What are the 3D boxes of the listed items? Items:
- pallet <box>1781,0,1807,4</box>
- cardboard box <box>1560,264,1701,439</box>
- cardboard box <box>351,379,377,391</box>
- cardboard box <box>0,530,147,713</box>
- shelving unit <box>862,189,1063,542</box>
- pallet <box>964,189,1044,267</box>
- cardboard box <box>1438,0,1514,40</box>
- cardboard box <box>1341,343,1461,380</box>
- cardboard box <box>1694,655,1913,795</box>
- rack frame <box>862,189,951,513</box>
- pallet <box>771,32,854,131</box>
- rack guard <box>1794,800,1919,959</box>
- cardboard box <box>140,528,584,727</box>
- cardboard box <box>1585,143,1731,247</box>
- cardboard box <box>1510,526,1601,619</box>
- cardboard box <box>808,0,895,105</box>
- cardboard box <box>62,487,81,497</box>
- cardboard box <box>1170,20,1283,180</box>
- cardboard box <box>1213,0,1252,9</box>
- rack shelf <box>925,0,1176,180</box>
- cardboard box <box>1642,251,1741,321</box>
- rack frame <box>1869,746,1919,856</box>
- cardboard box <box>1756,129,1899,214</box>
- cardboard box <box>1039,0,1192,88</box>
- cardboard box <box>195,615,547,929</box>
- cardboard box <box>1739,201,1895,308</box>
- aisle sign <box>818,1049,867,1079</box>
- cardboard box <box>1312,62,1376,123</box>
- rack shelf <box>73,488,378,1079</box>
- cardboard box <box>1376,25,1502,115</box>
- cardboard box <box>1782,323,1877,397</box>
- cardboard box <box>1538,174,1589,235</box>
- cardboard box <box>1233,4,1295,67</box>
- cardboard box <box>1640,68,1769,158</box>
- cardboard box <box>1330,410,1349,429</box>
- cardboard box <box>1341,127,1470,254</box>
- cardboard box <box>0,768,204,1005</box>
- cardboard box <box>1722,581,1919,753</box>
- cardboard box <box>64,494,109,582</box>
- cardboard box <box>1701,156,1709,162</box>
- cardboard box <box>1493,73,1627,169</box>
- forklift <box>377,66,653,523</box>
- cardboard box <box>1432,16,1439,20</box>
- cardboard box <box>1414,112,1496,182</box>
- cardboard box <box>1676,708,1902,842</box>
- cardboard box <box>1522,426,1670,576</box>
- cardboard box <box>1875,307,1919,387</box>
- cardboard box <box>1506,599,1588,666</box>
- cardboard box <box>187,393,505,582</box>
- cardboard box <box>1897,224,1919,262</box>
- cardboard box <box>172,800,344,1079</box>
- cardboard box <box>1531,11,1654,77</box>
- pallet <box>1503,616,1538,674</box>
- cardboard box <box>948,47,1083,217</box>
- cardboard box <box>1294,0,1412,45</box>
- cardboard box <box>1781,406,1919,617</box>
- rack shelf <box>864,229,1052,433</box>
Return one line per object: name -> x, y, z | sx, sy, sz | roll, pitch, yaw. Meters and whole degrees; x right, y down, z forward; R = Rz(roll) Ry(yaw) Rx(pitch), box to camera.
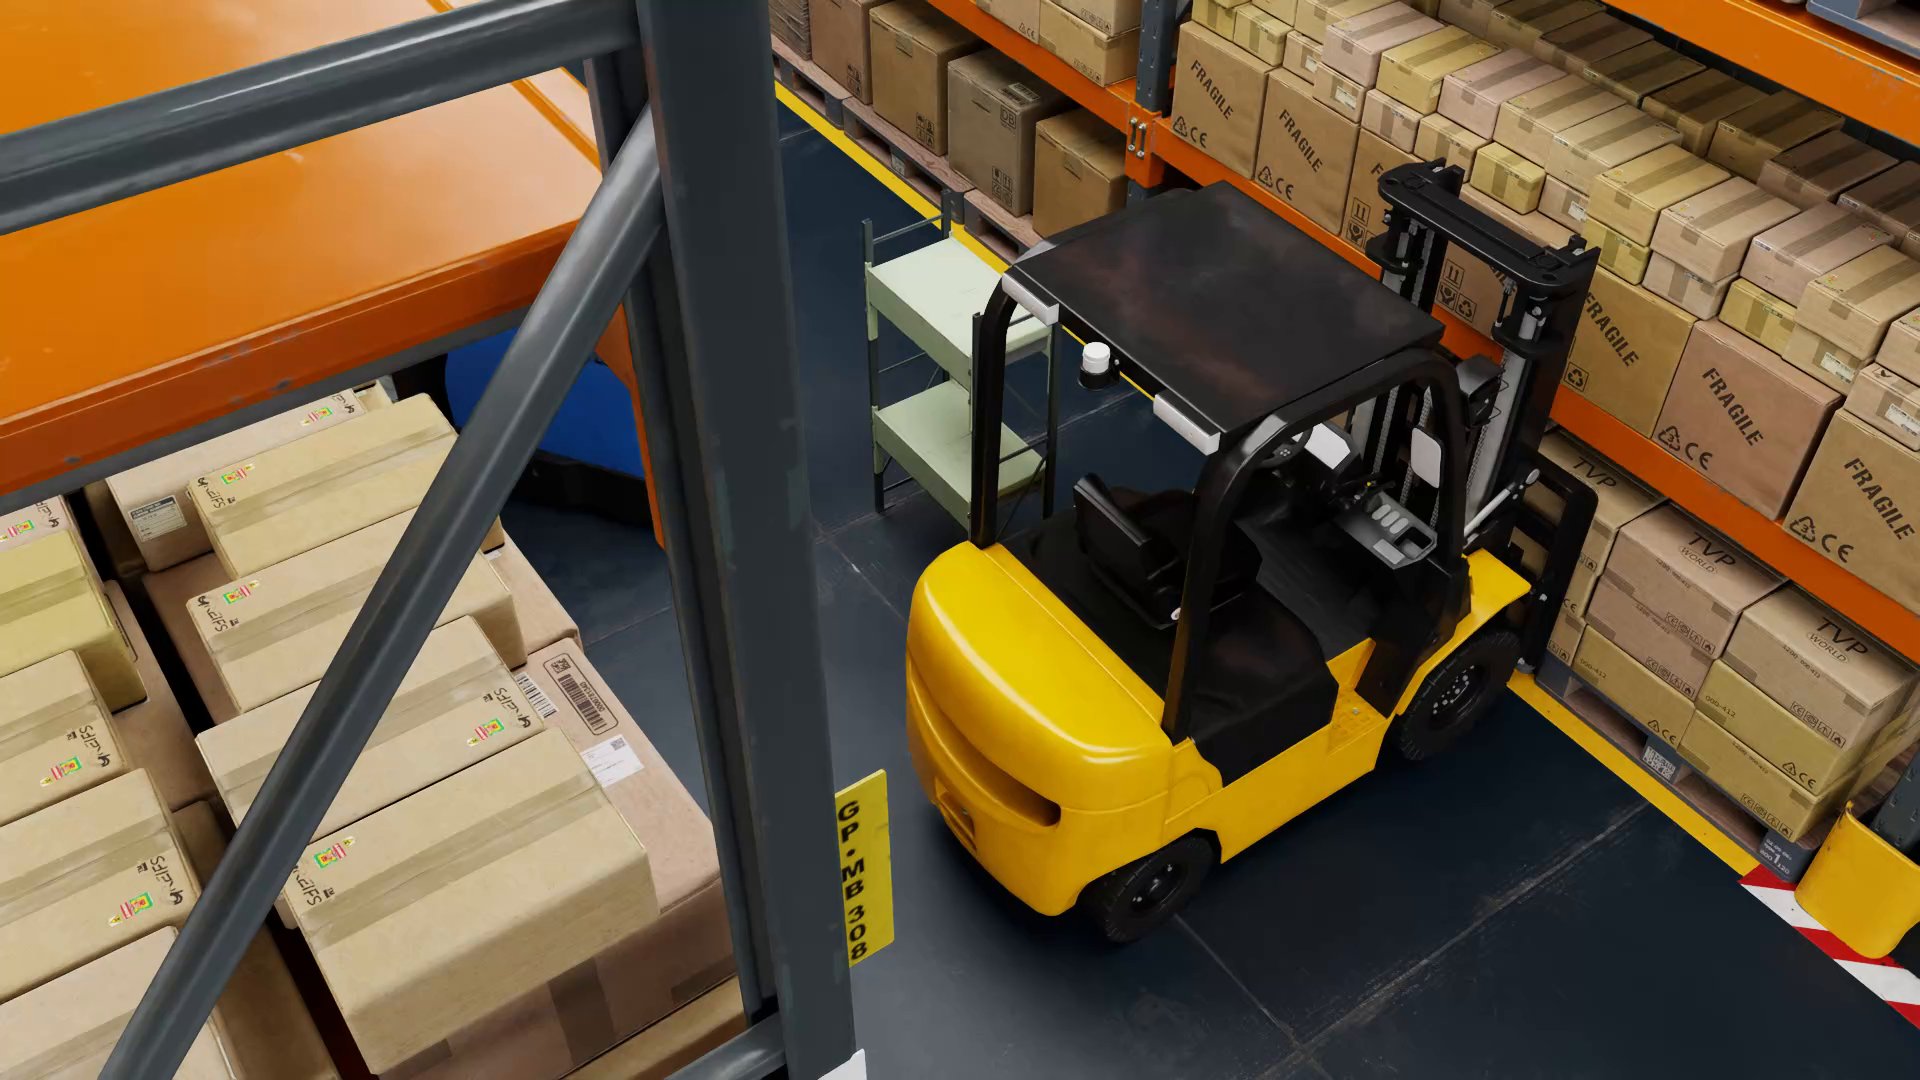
pallet -> 2.418, -2.121, 5.182 | 1.003, 0.211, 1.213 | -26, 49, -24
cardboard box -> 2.423, -0.764, 5.797 | 0.500, 0.500, 0.500 | -27, 50, -25
cardboard box -> -1.237, -0.324, 2.840 | 0.380, 0.149, 0.250 | -24, 49, -23
cardboard box -> -1.382, 0.177, 2.315 | 0.380, 0.149, 0.250 | -25, 49, -24
shelving unit -> 0.004, -0.539, 6.719 | 0.431, 1.500, 0.755 | -26, 49, -24
pallet -> 0.761, -1.624, 8.789 | 1.003, 0.211, 1.213 | -26, 49, -24
cardboard box -> 2.112, -2.128, 6.540 | 0.380, 0.149, 0.250 | -27, 50, -25
cardboard box -> 1.812, -0.781, 6.850 | 0.500, 0.250, 0.500 | -24, 49, -23
cardboard box -> 2.968, 0.544, 5.824 | 0.500, 0.250, 0.500 | -26, 50, -25
rack frame -> -0.206, -0.746, 6.936 | 0.400, 1.500, 0.023 | -26, 49, -24
pallet -> -0.635, -3.006, 10.237 | 1.003, 0.211, 1.213 | -26, 49, -24
rack guard -> 3.517, 0.952, 5.882 | 1.175, 0.500, 0.348 | -26, 49, -24
cardboard box -> -0.915, 0.180, 2.601 | 0.500, 0.250, 0.500 | -26, 50, -25
cardboard box -> 2.313, -1.147, 5.512 | 0.380, 0.149, 0.250 | -25, 49, -24
cardboard box -> 2.378, -0.028, 6.423 | 0.500, 0.250, 0.500 | -27, 50, -25
cardboard box -> -0.348, -3.064, 9.694 | 0.875, 0.625, 0.625 | -24, 49, -23
cardboard box -> -1.644, -0.123, 2.629 | 0.380, 0.149, 0.250 | -27, 50, -26
cardboard box -> 1.254, -1.913, 7.000 | 0.500, 0.500, 0.500 | -27, 50, -25
cardboard box -> 1.154, -2.312, 6.733 | 0.380, 0.149, 0.250 | -25, 49, -24
rack shelf -> 0.071, -3.104, 8.841 | 1.077, 0.370, 4.000 | -26, 49, -24
cardboard box -> 2.482, -0.904, 5.473 | 0.380, 0.149, 0.250 | -27, 50, -26
rack frame -> 3.503, 0.034, 5.033 | 1.000, 3.000, 0.127 | -26, 49, -24
cardboard box -> 2.901, -1.209, 5.578 | 0.380, 0.149, 0.250 | -24, 49, -23
cardboard box -> 0.712, -2.359, 7.648 | 0.500, 0.250, 0.500 | -25, 49, -24
cardboard box -> -0.759, 0.296, 2.190 | 0.380, 0.149, 0.250 | -26, 49, -25
cardboard box -> 2.705, -0.899, 5.253 | 0.380, 0.149, 0.250 | -25, 49, -24
aisle sign -> -0.276, 0.970, 2.170 | 0.394, 0.787, 0.004 | -26, 49, -24
cardboard box -> 1.583, -1.766, 6.376 | 0.380, 0.149, 0.250 | -25, 49, -24
rack shelf -> -1.710, 0.040, 3.376 | 1.077, 0.370, 4.000 | -26, 49, -24
cardboard box -> 1.764, -1.736, 6.129 | 0.380, 0.149, 0.250 | -26, 50, -25
cardboard box -> 2.806, -0.626, 5.182 | 0.380, 0.149, 0.250 | -25, 49, -24
cardboard box -> 2.252, -1.216, 5.800 | 0.380, 0.149, 0.250 | -26, 49, -25
cardboard box -> 1.331, -2.071, 6.696 | 0.380, 0.149, 0.250 | -25, 49, -24
cardboard box -> 2.625, -1.506, 5.888 | 0.380, 0.149, 0.250 | -25, 49, -24
cardboard box -> 1.806, -0.600, 7.022 | 0.500, 0.250, 0.500 | -26, 50, -25
cardboard box -> 1.857, -1.338, 6.398 | 0.500, 0.500, 0.500 | -26, 50, -25
cardboard box -> -1.118, 0.479, 2.000 | 0.380, 0.149, 0.250 | -25, 49, -24
cardboard box -> 2.984, 0.378, 5.636 | 0.500, 0.250, 0.500 | -24, 49, -23
cardboard box -> -1.667, 0.098, 2.687 | 0.500, 0.250, 0.500 | -24, 49, -23
cardboard box -> 2.664, -1.408, 6.001 | 0.380, 0.149, 0.250 | -26, 49, -25
cardboard box -> 2.113, -1.479, 5.861 | 0.380, 0.149, 0.250 | -26, 49, -24
forklift -> -2.454, -1.781, 6.984 | 3.031, 2.935, 1.130 | 15, 46, 16
cardboard box -> 1.925, -2.140, 6.768 | 0.380, 0.149, 0.250 | -25, 49, -23
cardboard box -> 1.890, -1.481, 6.078 | 0.380, 0.149, 0.250 | -27, 50, -26
cardboard box -> 2.975, 0.736, 5.985 | 0.500, 0.250, 0.500 | -25, 49, -24
cardboard box -> 2.390, -0.191, 6.232 | 0.500, 0.250, 0.500 | -25, 49, -24
cardboard box -> 2.959, -0.591, 4.930 | 0.380, 0.149, 0.250 | -26, 49, -24
cardboard box -> 2.420, 0.163, 6.585 | 0.500, 0.250, 0.500 | -25, 49, -24
cardboard box -> -0.934, -0.041, 2.544 | 0.380, 0.149, 0.250 | -26, 49, -25
cardboard box -> 3.201, -0.924, 5.279 | 0.380, 0.149, 0.250 | -25, 49, -24
cardboard box -> -1.080, 0.676, 2.082 | 0.500, 0.250, 0.500 | -26, 50, -25
cardboard box -> 2.351, -1.810, 6.207 | 0.380, 0.149, 0.250 | -26, 50, -25
pallet -> 2.337, -0.064, 7.155 | 1.003, 0.211, 1.213 | -26, 49, -24
cardboard box -> 0.469, -2.258, 8.849 | 0.875, 0.625, 0.625 | -26, 50, -25
cardboard box -> 1.531, -2.058, 6.467 | 0.380, 0.149, 0.250 | -27, 50, -25
cardboard box -> 3.006, -0.177, 5.181 | 0.500, 0.500, 0.500 | -27, 50, -25
rack shelf -> 0.004, -0.821, 6.450 | 0.431, 0.370, 0.720 | -26, 49, -24
